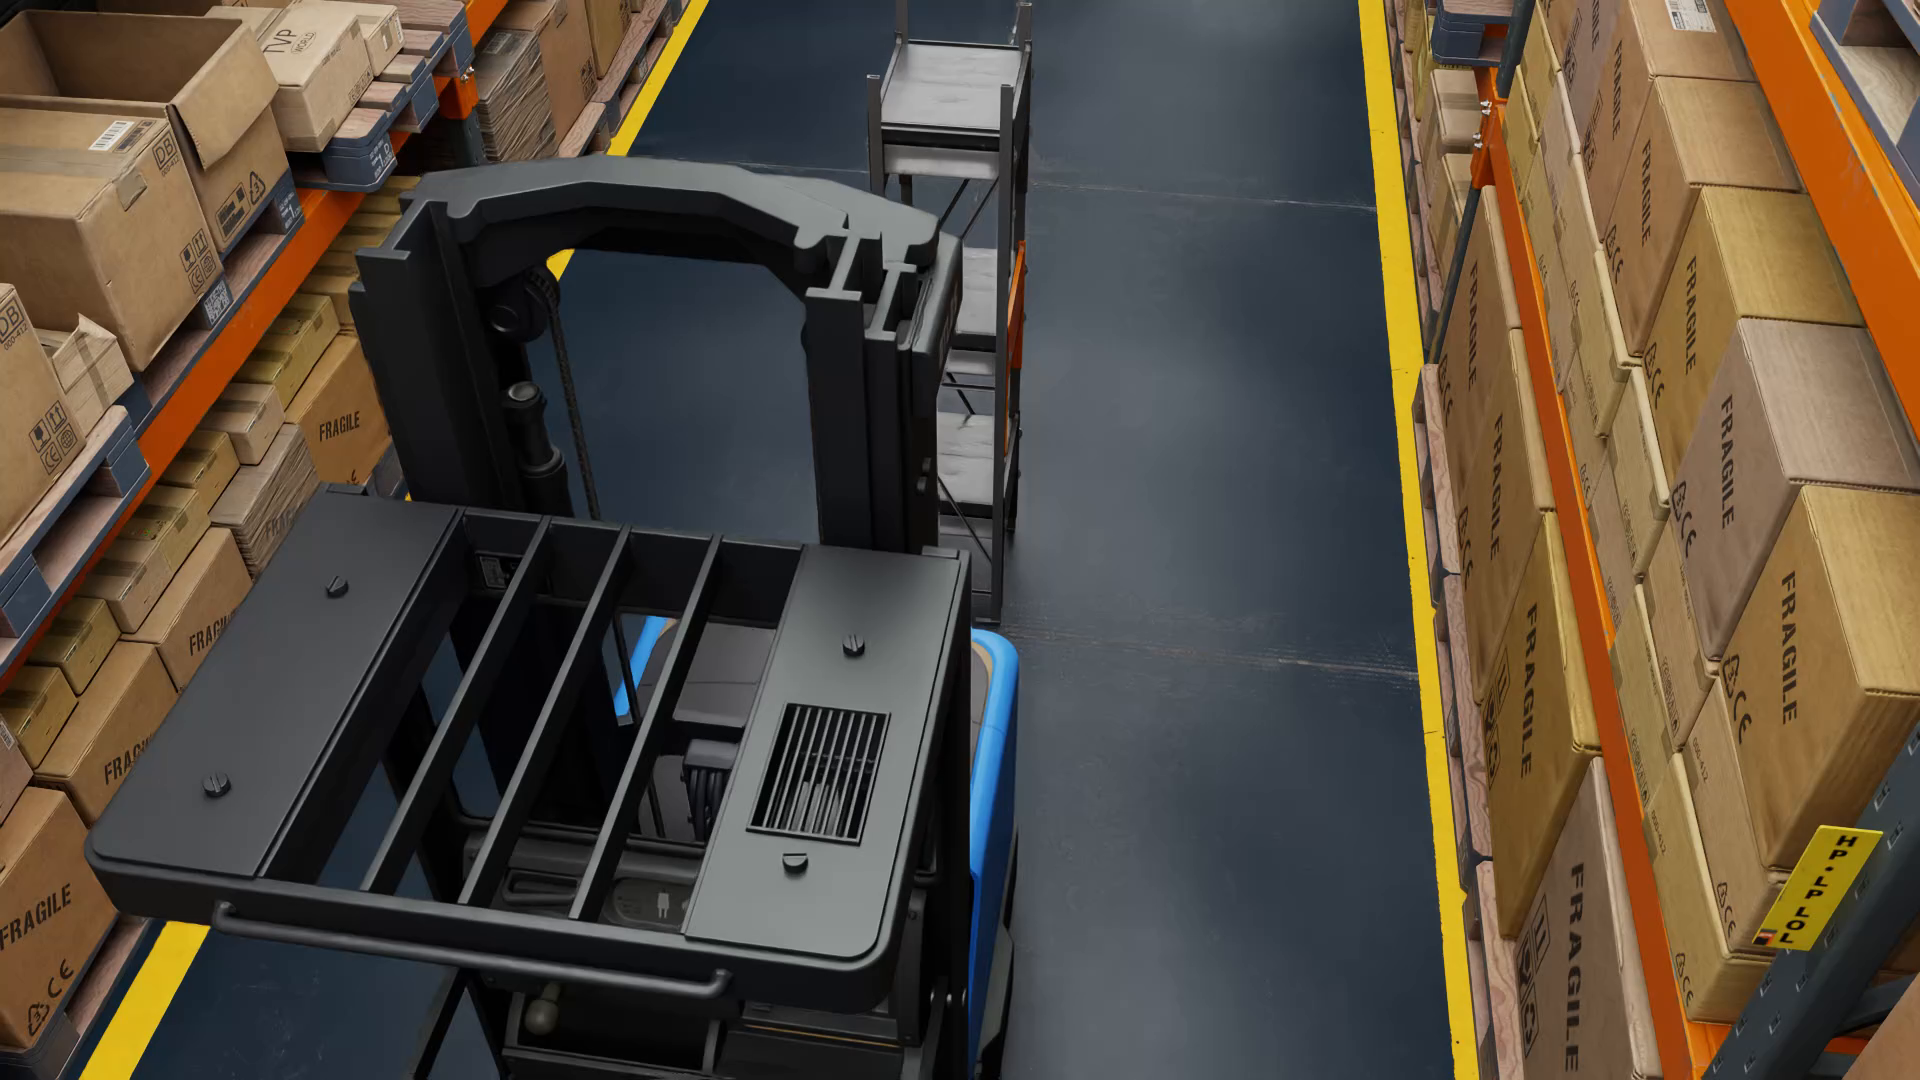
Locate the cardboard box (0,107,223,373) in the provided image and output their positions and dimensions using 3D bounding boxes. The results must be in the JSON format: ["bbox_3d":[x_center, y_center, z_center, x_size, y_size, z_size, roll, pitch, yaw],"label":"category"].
[{"bbox_3d":[-2.540,-0.834,4.571,0.700,0.500,0.500,5,44,5],"label":"cardboard box"}]

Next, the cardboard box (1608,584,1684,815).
[{"bbox_3d":[1.801,0.380,3.776,0.500,0.250,0.500,5,44,5],"label":"cardboard box"}]

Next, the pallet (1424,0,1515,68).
[{"bbox_3d":[2.440,-2.151,6.479,1.213,0.211,1.003,5,44,6],"label":"pallet"}]

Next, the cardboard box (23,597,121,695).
[{"bbox_3d":[-2.681,0.292,4.801,0.380,0.149,0.250,5,44,5],"label":"cardboard box"}]

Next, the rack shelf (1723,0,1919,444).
[{"bbox_3d":[2.187,-1.190,3.667,1.077,0.370,4.000,5,44,6],"label":"rack shelf"}]

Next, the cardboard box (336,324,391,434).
[{"bbox_3d":[-2.388,-0.771,6.395,0.500,0.500,0.500,5,44,5],"label":"cardboard box"}]

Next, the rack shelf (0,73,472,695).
[{"bbox_3d":[-2.733,-0.550,5.172,1.077,0.370,4.000,5,44,6],"label":"rack shelf"}]

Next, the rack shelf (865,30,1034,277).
[{"bbox_3d":[-0.022,-1.148,4.937,0.431,0.518,0.480,5,44,6],"label":"rack shelf"}]

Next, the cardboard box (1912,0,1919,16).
[{"bbox_3d":[1.831,-0.828,2.521,0.500,0.311,0.500,5,44,6],"label":"cardboard box"}]

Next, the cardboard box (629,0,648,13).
[{"bbox_3d":[-2.108,-3.305,8.981,0.875,0.625,0.625,5,44,5],"label":"cardboard box"}]

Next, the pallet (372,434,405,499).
[{"bbox_3d":[-2.605,-0.656,6.789,1.003,0.211,1.213,5,44,6],"label":"pallet"}]

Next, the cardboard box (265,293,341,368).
[{"bbox_3d":[-2.447,-0.754,5.906,0.380,0.149,0.250,6,44,7],"label":"cardboard box"}]

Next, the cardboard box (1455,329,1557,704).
[{"bbox_3d":[2.156,-0.035,5.346,0.875,0.875,0.875,6,44,6],"label":"cardboard box"}]

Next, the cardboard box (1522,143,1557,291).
[{"bbox_3d":[2.087,-1.009,5.243,0.500,0.250,0.500,4,44,4],"label":"cardboard box"}]

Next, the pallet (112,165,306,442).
[{"bbox_3d":[-2.722,-0.778,5.030,1.003,0.211,1.213,5,44,6],"label":"pallet"}]

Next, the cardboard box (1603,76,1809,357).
[{"bbox_3d":[1.934,-0.777,4.089,0.500,0.500,0.500,6,44,6],"label":"cardboard box"}]

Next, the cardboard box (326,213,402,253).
[{"bbox_3d":[-2.289,-1.106,6.277,0.380,0.149,0.250,3,44,3],"label":"cardboard box"}]

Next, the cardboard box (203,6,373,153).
[{"bbox_3d":[-2.288,-1.523,5.481,0.500,0.250,0.500,3,44,4],"label":"cardboard box"}]

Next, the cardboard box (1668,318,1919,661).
[{"bbox_3d":[1.794,-0.079,3.352,0.500,0.500,0.500,6,44,6],"label":"cardboard box"}]

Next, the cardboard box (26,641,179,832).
[{"bbox_3d":[-2.650,0.634,4.911,0.500,0.500,0.500,5,44,5],"label":"cardboard box"}]

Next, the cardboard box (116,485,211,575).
[{"bbox_3d":[-2.576,-0.044,5.156,0.380,0.149,0.250,7,44,7],"label":"cardboard box"}]

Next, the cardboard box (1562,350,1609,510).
[{"bbox_3d":[1.950,-0.315,4.510,0.500,0.250,0.500,5,44,6],"label":"cardboard box"}]

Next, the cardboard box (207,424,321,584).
[{"bbox_3d":[-2.505,-0.058,5.642,0.500,0.500,0.500,4,44,4],"label":"cardboard box"}]

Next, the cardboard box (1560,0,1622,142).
[{"bbox_3d":[2.088,-1.472,4.823,0.500,0.500,0.500,5,44,6],"label":"cardboard box"}]

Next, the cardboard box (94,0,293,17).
[{"bbox_3d":[-2.692,-2.026,5.830,0.500,0.500,0.500,7,44,7],"label":"cardboard box"}]

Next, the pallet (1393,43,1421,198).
[{"bbox_3d":[2.720,-2.074,8.287,1.003,0.211,1.213,5,44,6],"label":"pallet"}]

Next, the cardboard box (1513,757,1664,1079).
[{"bbox_3d":[1.925,1.190,4.051,0.875,0.875,0.875,6,44,7],"label":"cardboard box"}]

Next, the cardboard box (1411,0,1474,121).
[{"bbox_3d":[2.732,-2.328,8.132,0.950,0.372,0.625,7,44,7],"label":"cardboard box"}]

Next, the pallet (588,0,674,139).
[{"bbox_3d":[-2.158,-2.548,8.787,1.003,0.211,1.213,5,44,6],"label":"pallet"}]

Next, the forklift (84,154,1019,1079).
[{"bbox_3d":[-0.563,0.913,3.154,1.130,2.935,3.031,6,44,6],"label":"forklift"}]

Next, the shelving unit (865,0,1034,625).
[{"bbox_3d":[-0.022,-0.650,5.409,0.431,2.100,0.503,5,44,6],"label":"shelving unit"}]

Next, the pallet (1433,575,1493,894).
[{"bbox_3d":[2.109,0.647,5.413,1.003,0.211,1.213,5,44,6],"label":"pallet"}]

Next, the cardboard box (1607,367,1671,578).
[{"bbox_3d":[1.861,-0.144,3.966,0.500,0.250,0.500,6,44,7],"label":"cardboard box"}]

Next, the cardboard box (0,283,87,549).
[{"bbox_3d":[-2.644,-0.299,4.006,0.700,0.500,0.500,6,44,6],"label":"cardboard box"}]

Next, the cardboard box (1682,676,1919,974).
[{"bbox_3d":[1.740,0.551,3.232,0.500,0.250,0.500,5,44,5],"label":"cardboard box"}]

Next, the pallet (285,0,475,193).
[{"bbox_3d":[-2.489,-1.636,5.936,1.213,0.211,1.003,5,44,6],"label":"pallet"}]

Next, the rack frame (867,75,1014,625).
[{"bbox_3d":[-0.054,-0.483,5.233,0.400,2.100,0.015,5,44,6],"label":"rack frame"}]

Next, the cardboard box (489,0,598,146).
[{"bbox_3d":[-2.294,-2.334,7.955,0.875,0.625,0.625,7,44,7],"label":"cardboard box"}]

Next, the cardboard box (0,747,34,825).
[{"bbox_3d":[-2.727,0.656,4.417,0.380,0.149,0.250,4,44,4],"label":"cardboard box"}]

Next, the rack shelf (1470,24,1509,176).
[{"bbox_3d":[2.716,-2.827,7.577,1.077,0.370,4.000,5,44,6],"label":"rack shelf"}]

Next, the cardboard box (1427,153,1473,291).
[{"bbox_3d":[2.536,-1.308,7.055,0.950,0.372,0.625,3,43,3],"label":"cardboard box"}]

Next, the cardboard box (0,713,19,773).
[{"bbox_3d":[-2.700,0.562,4.299,0.380,0.149,0.250,3,44,3],"label":"cardboard box"}]

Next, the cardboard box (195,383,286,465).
[{"bbox_3d":[-2.486,-0.393,5.525,0.380,0.149,0.250,3,44,4],"label":"cardboard box"}]

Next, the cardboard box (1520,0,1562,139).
[{"bbox_3d":[2.140,-1.529,5.429,0.500,0.250,0.500,5,44,5],"label":"cardboard box"}]

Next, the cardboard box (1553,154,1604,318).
[{"bbox_3d":[1.992,-0.839,4.700,0.500,0.250,0.500,5,44,5],"label":"cardboard box"}]

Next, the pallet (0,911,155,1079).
[{"bbox_3d":[-2.928,1.007,5.033,1.003,0.211,1.213,5,44,6],"label":"pallet"}]

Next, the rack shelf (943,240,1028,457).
[{"bbox_3d":[-0.022,-0.640,5.418,0.431,0.518,0.480,5,44,6],"label":"rack shelf"}]

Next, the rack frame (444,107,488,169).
[{"bbox_3d":[-2.469,-2.174,6.364,1.000,3.000,0.127,5,44,6],"label":"rack frame"}]
